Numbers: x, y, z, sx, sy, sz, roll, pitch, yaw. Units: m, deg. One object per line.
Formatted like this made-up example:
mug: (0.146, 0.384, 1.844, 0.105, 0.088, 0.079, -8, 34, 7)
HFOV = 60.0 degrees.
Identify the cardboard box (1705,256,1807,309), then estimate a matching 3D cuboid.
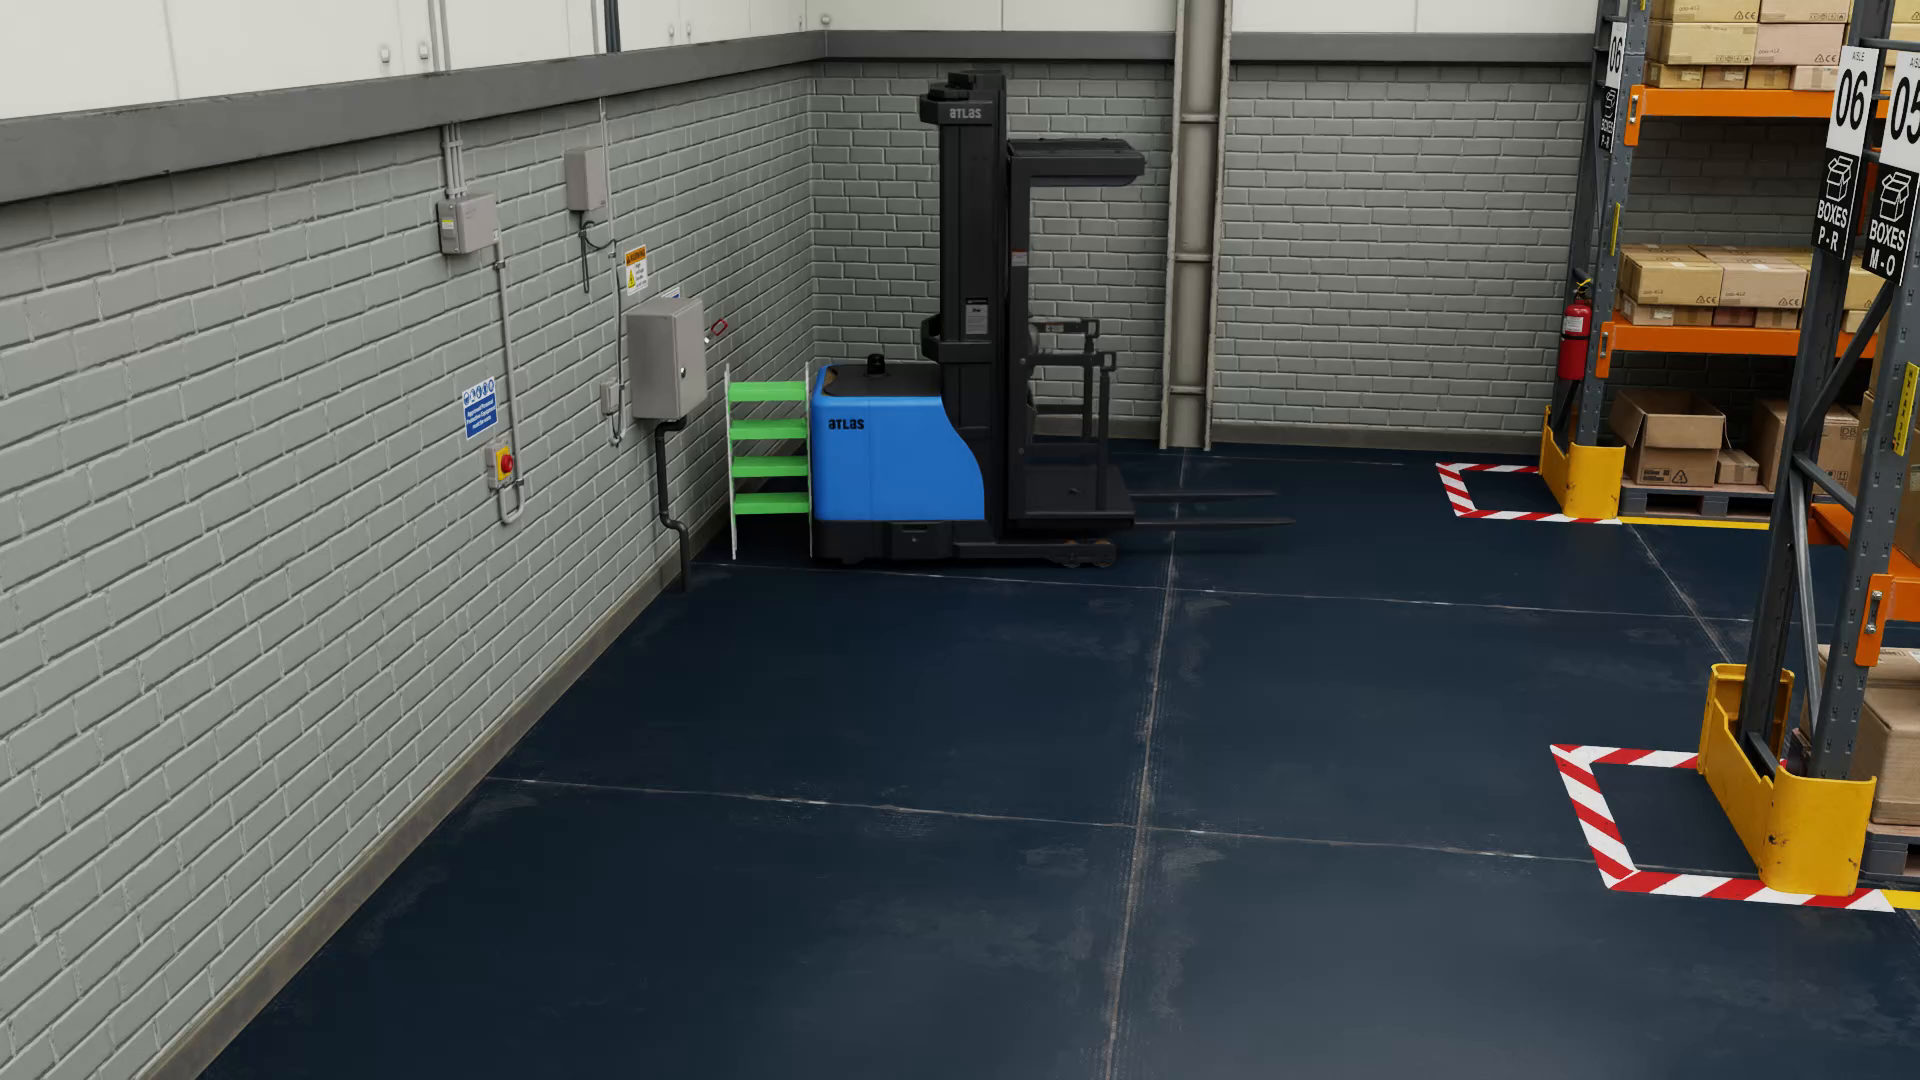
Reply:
cardboard box: (5.188, -1.689, 10.893, 0.500, 0.250, 0.500, 3, 19, 9)

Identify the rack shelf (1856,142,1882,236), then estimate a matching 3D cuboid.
rack shelf: (5.476, -1.178, 6.001, 4.000, 0.370, 1.077, 3, 19, 9)

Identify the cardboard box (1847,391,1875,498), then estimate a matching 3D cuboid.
cardboard box: (4.020, -0.303, 6.823, 0.500, 0.500, 0.500, 3, 19, 9)

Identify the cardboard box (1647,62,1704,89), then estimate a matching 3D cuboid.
cardboard box: (4.563, -2.967, 10.610, 0.250, 0.149, 0.380, 3, 19, 10)

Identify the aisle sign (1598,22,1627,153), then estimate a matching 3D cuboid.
aisle sign: (4.171, -2.896, 10.635, 0.004, 0.787, 0.394, 3, 19, 9)

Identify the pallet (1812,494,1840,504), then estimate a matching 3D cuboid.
pallet: (6.349, -0.324, 11.439, 1.213, 0.211, 1.003, 3, 19, 9)

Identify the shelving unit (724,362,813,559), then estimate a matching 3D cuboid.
shelving unit: (-1.184, -0.491, 10.380, 0.503, 1.200, 0.258, -1, 19, -4)

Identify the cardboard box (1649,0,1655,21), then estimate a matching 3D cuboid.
cardboard box: (4.768, -3.547, 10.928, 0.500, 0.250, 0.500, 2, 19, 7)

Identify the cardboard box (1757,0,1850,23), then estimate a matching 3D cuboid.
cardboard box: (5.183, -3.349, 10.337, 0.500, 0.250, 0.500, 3, 19, 8)

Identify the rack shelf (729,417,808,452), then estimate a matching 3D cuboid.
rack shelf: (-1.184, -0.658, 10.324, 0.480, 0.148, 0.258, -1, 19, -4)

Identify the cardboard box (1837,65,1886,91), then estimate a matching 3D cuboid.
cardboard box: (5.566, -2.888, 10.375, 0.250, 0.149, 0.380, 3, 19, 8)

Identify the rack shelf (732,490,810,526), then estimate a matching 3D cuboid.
rack shelf: (-1.184, -0.203, 10.476, 0.480, 0.148, 0.258, -1, 19, -4)

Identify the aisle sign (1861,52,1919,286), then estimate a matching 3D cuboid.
aisle sign: (3.385, -1.342, 5.991, 0.004, 0.787, 0.394, 3, 19, 9)

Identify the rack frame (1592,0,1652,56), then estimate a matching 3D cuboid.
rack frame: (4.285, -4.597, 10.360, 0.127, 3.000, 1.000, 3, 19, 9)

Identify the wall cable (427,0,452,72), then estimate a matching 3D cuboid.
wall cable: (-2.159, -3.240, 6.304, 0.029, 3.000, 0.463, 3, 19, 9)

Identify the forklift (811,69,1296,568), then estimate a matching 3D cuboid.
forklift: (0.591, -1.385, 10.323, 3.031, 2.935, 1.130, 0, 19, -1)

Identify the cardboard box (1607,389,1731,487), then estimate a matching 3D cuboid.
cardboard box: (4.874, -0.707, 11.461, 0.637, 0.503, 0.797, 2, 19, 6)

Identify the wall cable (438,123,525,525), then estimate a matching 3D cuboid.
wall cable: (-2.069, -0.970, 7.324, 0.123, 1.953, 0.585, 3, 19, 9)

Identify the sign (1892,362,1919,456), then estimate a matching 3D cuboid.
sign: (3.408, -0.471, 5.995, 0.005, 0.325, 0.100, 3, 19, 9)

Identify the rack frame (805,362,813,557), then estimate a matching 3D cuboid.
rack frame: (-0.941, -0.497, 10.398, 0.015, 1.200, 0.240, -1, 19, -4)

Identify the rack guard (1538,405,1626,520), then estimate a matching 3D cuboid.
rack guard: (4.360, -0.563, 11.697, 0.348, 0.500, 1.175, 3, 19, 9)

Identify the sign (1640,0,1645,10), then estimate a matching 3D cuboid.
sign: (4.199, -3.419, 10.189, 0.005, 0.325, 0.100, 3, 19, 9)

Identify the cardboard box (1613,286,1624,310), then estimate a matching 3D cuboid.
cardboard box: (4.655, -1.700, 11.554, 0.250, 0.149, 0.380, 3, 19, 8)

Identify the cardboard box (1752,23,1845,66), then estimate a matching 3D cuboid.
cardboard box: (5.185, -3.117, 10.433, 0.500, 0.250, 0.500, 3, 19, 10)

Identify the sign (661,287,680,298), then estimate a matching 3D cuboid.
sign: (-1.718, -1.244, 9.944, 0.001, 0.494, 0.329, 3, 19, 9)

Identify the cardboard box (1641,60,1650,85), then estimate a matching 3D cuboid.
cardboard box: (4.638, -3.112, 11.045, 0.250, 0.149, 0.380, 3, 19, 10)

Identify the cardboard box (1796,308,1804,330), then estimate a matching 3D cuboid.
cardboard box: (5.593, -1.486, 10.914, 0.250, 0.149, 0.380, 3, 19, 9)

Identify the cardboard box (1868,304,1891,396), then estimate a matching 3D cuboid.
cardboard box: (4.016, -0.769, 6.640, 0.500, 0.500, 0.500, 4, 19, 10)

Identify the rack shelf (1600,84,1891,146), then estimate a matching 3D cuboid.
rack shelf: (6.260, -2.733, 10.650, 4.000, 0.370, 1.077, 3, 19, 9)

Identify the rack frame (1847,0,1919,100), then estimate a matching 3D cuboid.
rack frame: (3.502, -3.042, 5.712, 0.127, 3.000, 1.000, 3, 19, 9)

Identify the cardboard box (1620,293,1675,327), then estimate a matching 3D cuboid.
cardboard box: (4.566, -1.530, 11.046, 0.250, 0.149, 0.380, 3, 19, 8)

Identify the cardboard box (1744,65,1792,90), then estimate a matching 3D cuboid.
cardboard box: (5.077, -2.943, 10.541, 0.250, 0.149, 0.380, 3, 19, 9)

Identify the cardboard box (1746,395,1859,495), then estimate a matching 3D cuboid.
cardboard box: (5.712, -0.650, 11.296, 0.500, 0.500, 0.700, 4, 19, 11)

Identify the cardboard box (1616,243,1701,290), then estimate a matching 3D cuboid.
cardboard box: (4.782, -1.882, 11.468, 0.500, 0.250, 0.500, 3, 19, 10)

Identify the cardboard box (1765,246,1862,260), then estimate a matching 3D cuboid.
cardboard box: (5.779, -1.829, 11.311, 0.500, 0.250, 0.500, 4, 19, 10)

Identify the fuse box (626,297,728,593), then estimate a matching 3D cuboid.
fuse box: (-1.592, -0.513, 9.640, 0.414, 1.711, 0.539, 3, 19, 9)

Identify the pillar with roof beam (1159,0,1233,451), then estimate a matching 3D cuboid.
pillar with roof beam: (1.083, -3.666, 7.579, 0.400, 9.000, 9.100, 3, 19, 9)

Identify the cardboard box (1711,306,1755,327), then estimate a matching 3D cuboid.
cardboard box: (5.090, -1.530, 11.044, 0.250, 0.149, 0.380, 3, 19, 8)

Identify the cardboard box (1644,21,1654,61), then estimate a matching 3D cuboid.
cardboard box: (4.768, -3.307, 11.001, 0.500, 0.250, 0.500, 3, 19, 8)
